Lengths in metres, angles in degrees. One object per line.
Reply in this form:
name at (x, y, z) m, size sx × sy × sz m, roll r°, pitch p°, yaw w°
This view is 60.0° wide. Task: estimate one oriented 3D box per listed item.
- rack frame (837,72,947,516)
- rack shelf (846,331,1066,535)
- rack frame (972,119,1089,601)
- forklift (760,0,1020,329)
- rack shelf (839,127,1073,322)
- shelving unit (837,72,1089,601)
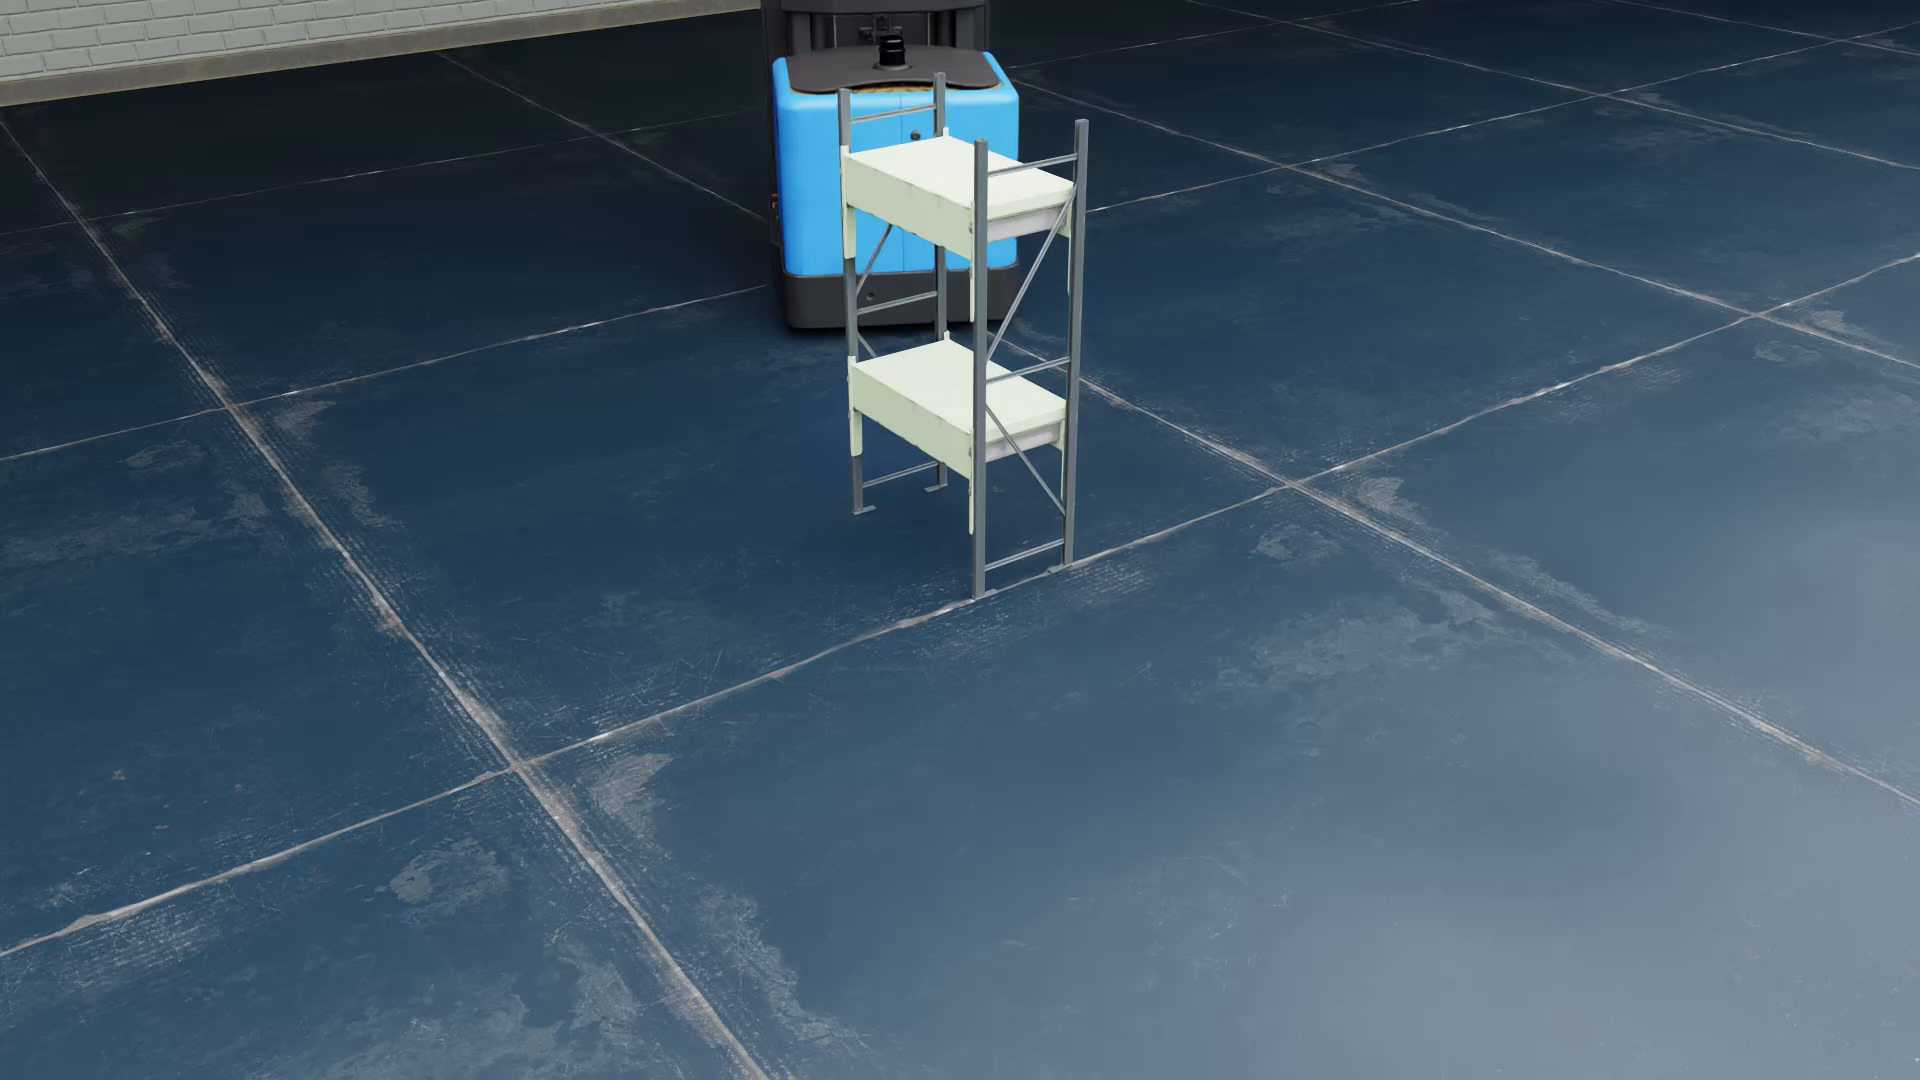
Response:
rack frame at (-0.216, -0.804, 5.659) m, size 0.400 × 1.500 × 0.023 m, roll -19°, pitch 34°, yaw -31°
rack shelf at (-0.004, -0.375, 5.552) m, size 0.431 × 0.370 × 0.720 m, roll -19°, pitch 34°, yaw -31°
rack frame at (0.208, -0.519, 5.135) m, size 0.400 × 1.500 × 0.023 m, roll -19°, pitch 34°, yaw -31°
forklift at (-0.437, -2.896, 8.011) m, size 1.130 × 2.935 × 3.031 m, roll -4°, pitch 29°, yaw -6°
rack shelf at (-0.004, -1.005, 5.211) m, size 0.431 × 0.370 × 0.720 m, roll -19°, pitch 34°, yaw -31°
shelving unit at (-0.004, -0.662, 5.397) m, size 0.431 × 1.500 × 0.755 m, roll -19°, pitch 34°, yaw -31°
